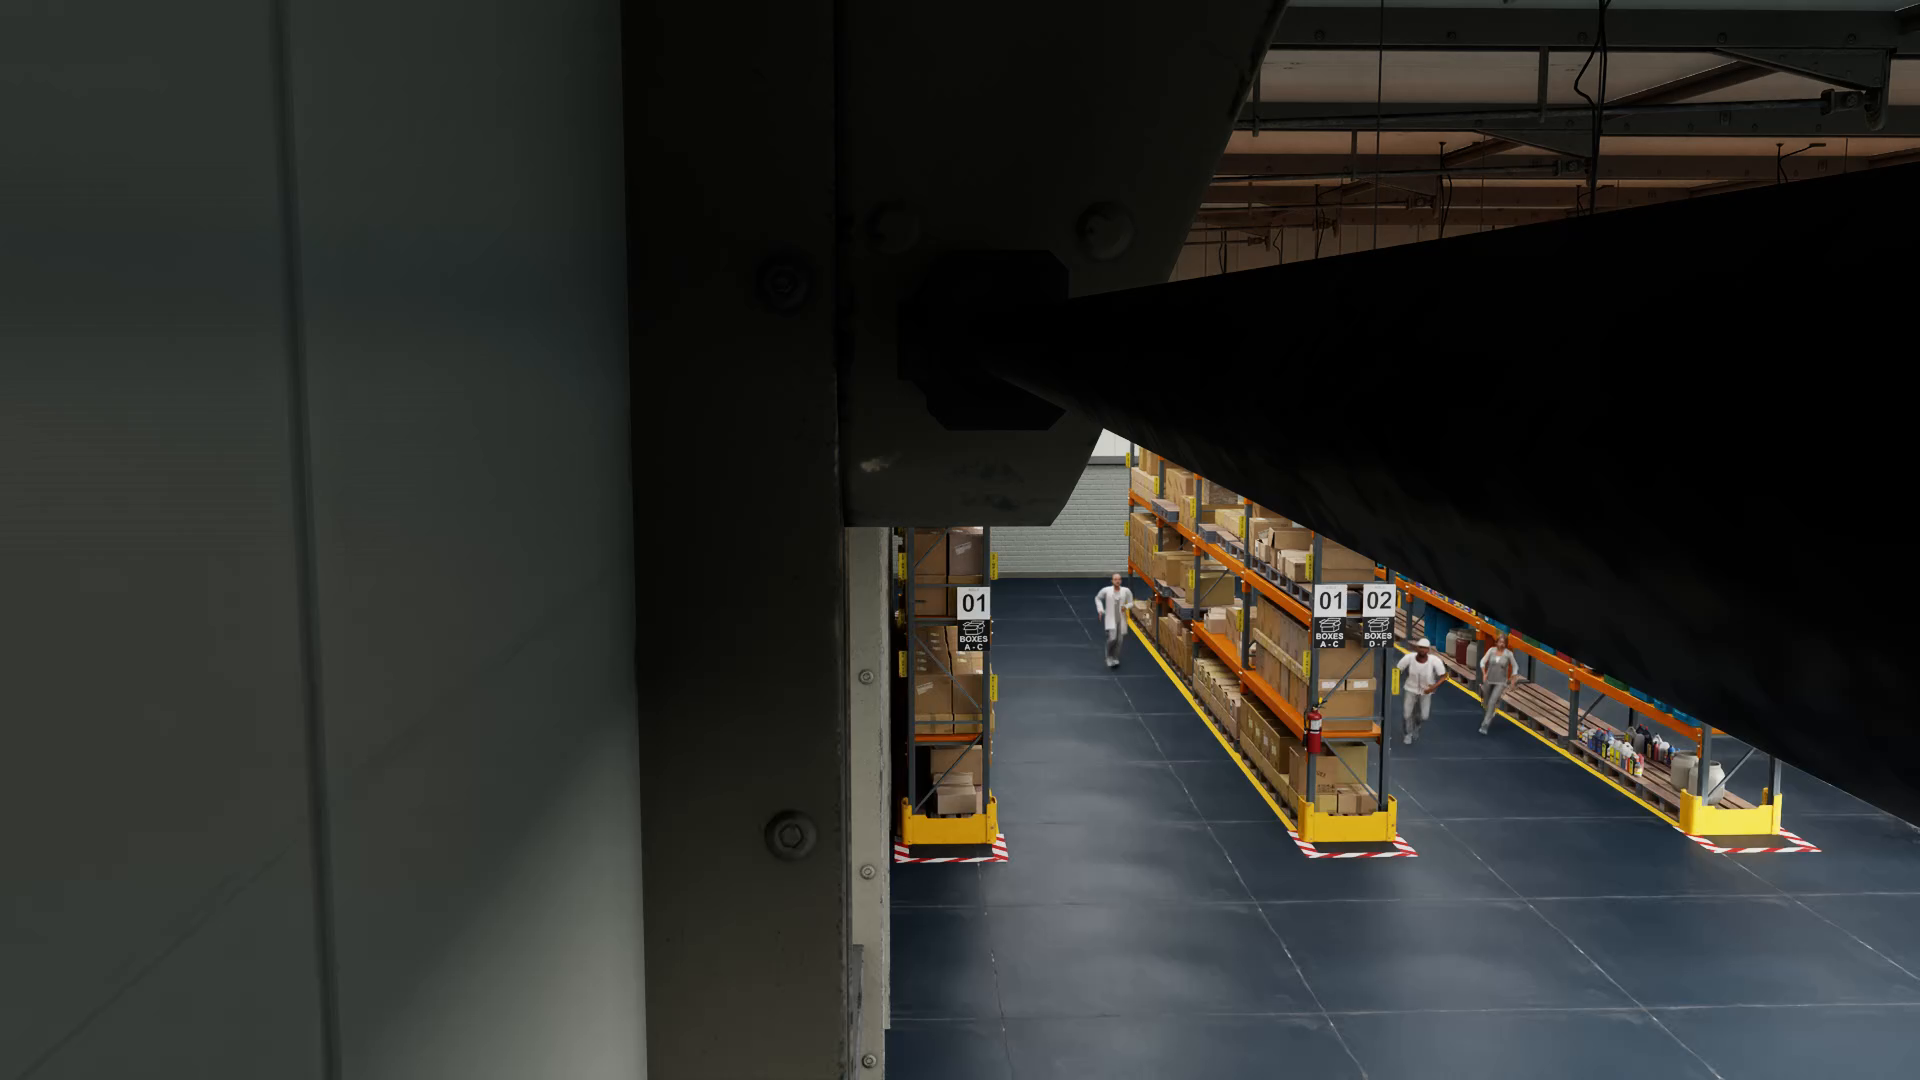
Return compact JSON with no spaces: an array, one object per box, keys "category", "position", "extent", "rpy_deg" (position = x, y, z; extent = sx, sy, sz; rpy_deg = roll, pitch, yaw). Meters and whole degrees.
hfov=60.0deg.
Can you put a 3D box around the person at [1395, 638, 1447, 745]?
[{"category":"person","position":[6.976,2.297,25.239],"extent":[0.779,1.667,0.533],"rpy_deg":[1,7,11]}]

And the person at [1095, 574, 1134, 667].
[{"category":"person","position":[2.896,1.501,30.884],"extent":[0.675,1.751,0.717],"rpy_deg":[-1,7,-8]}]

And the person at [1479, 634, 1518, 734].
[{"category":"person","position":[8.350,2.231,25.851],"extent":[0.579,1.541,0.905],"rpy_deg":[4,9,31]}]
